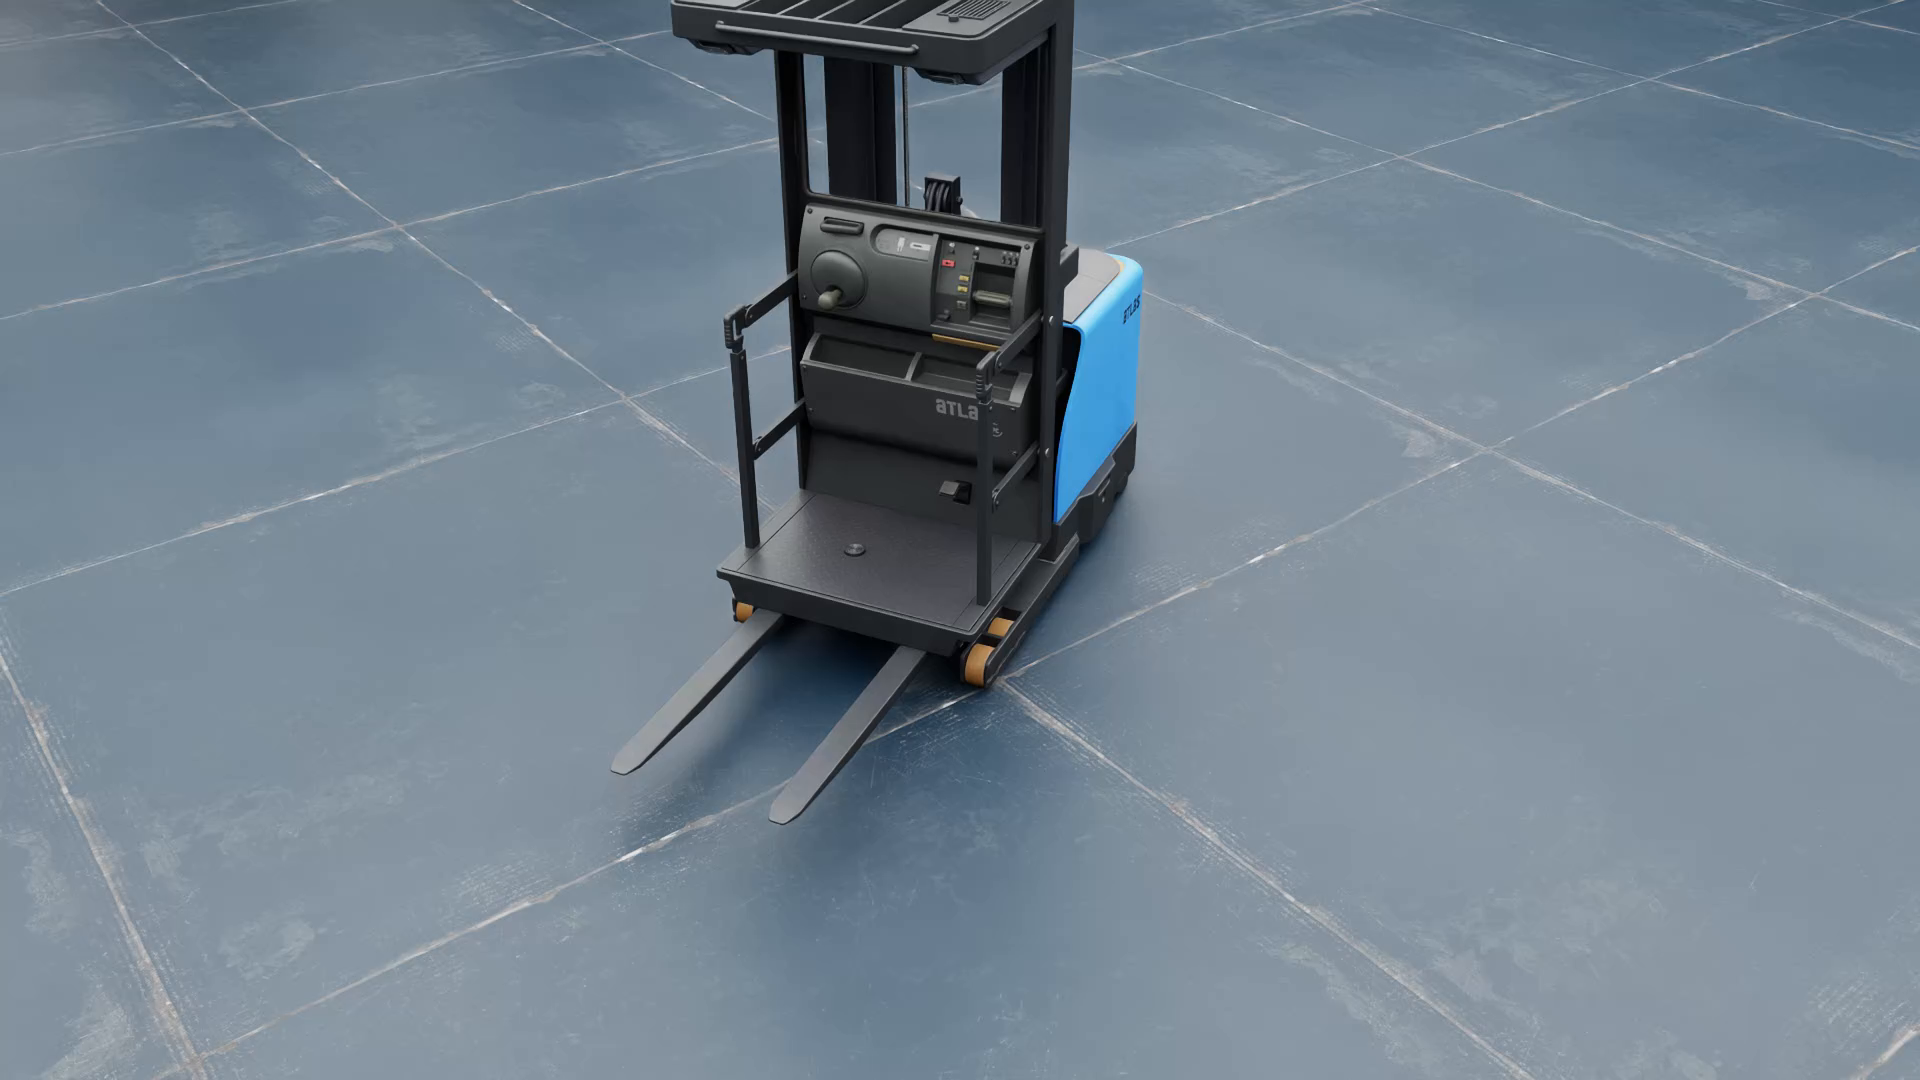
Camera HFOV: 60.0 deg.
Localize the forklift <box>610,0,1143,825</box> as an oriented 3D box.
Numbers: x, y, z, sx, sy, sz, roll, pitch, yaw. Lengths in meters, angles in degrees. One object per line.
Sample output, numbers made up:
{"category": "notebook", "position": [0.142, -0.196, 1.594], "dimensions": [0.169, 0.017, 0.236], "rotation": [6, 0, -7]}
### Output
{"category": "forklift", "position": [-0.256, -0.941, 5.987], "dimensions": [1.130, 2.935, 3.031], "rotation": [13, 34, 20]}
